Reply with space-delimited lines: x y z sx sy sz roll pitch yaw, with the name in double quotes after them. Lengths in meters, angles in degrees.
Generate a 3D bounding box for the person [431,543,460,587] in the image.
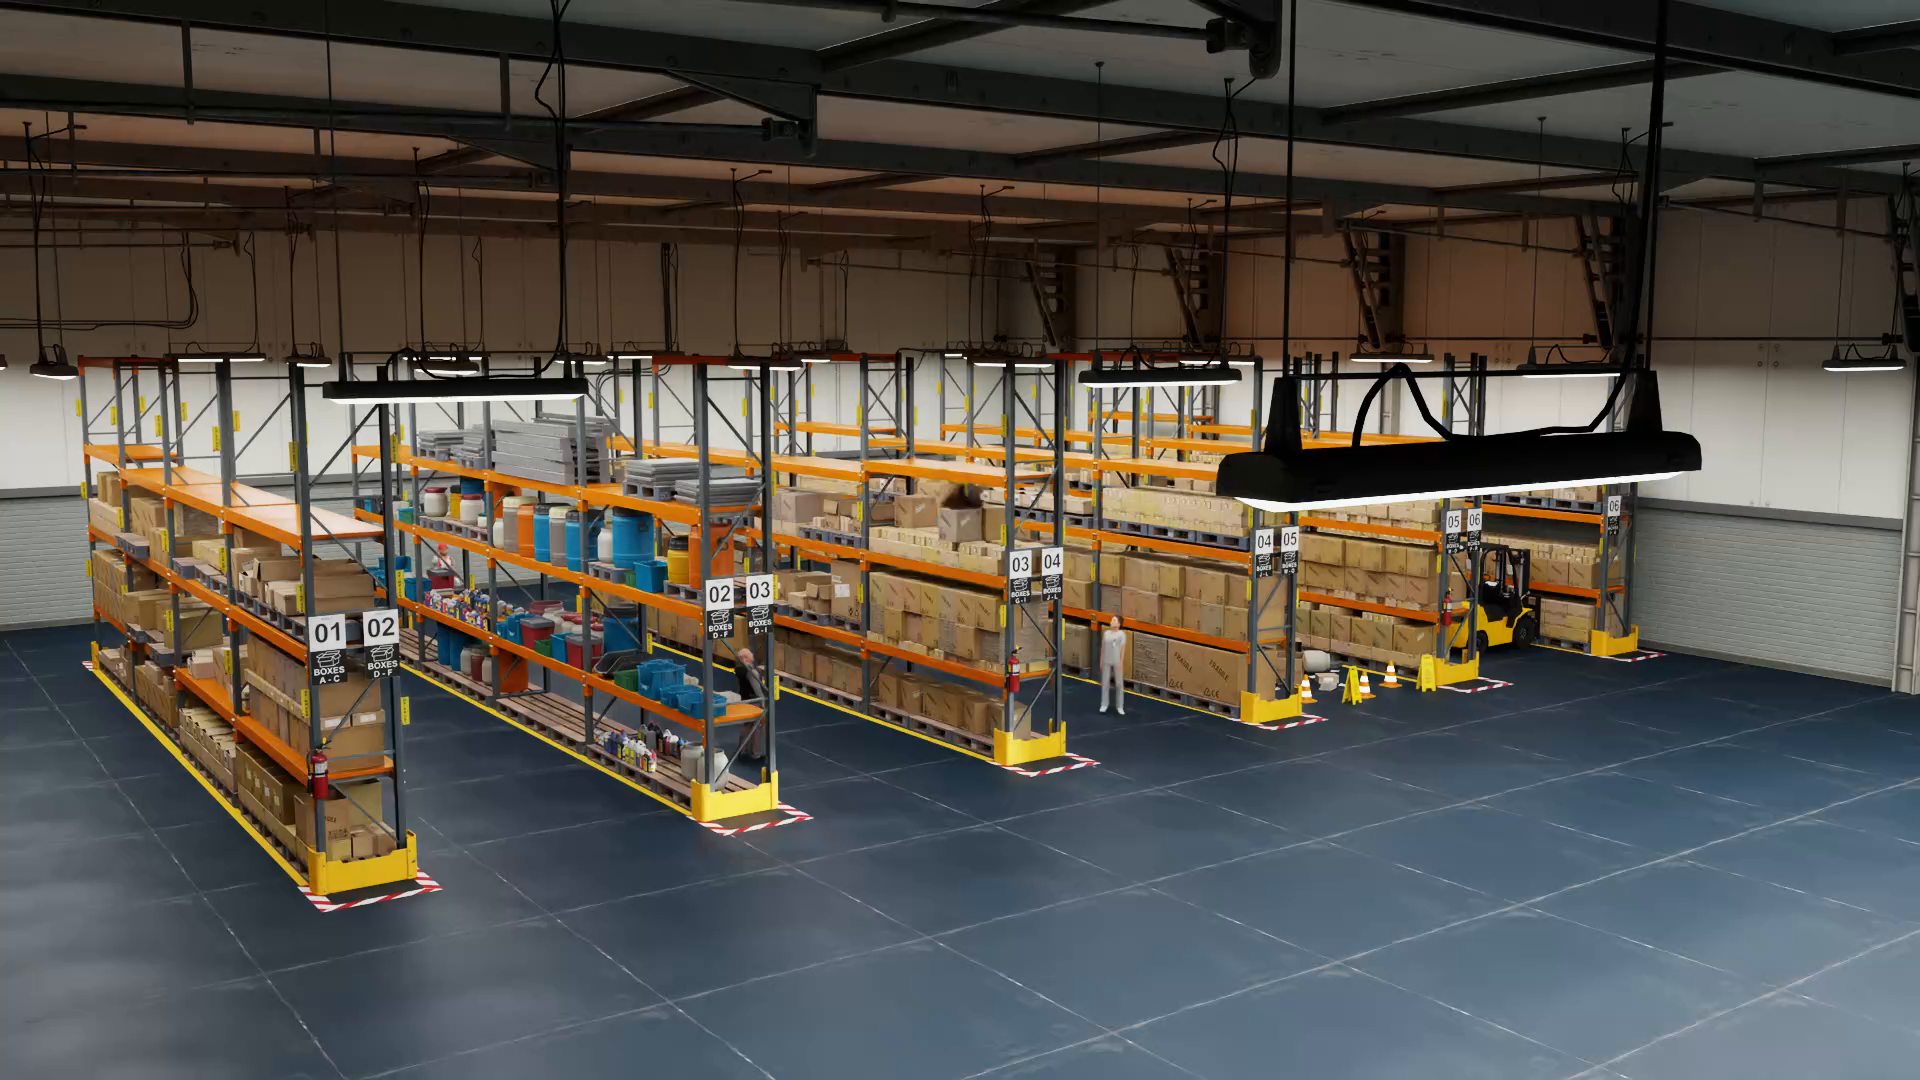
-11.458 0.936 37.126 0.570 1.731 1.020 -7 10 -44 "person"

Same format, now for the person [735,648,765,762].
-3.114 2.475 24.928 0.576 1.740 0.443 6 9 38 "person"

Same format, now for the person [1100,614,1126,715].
2.592 2.106 28.192 0.451 1.690 0.414 2 7 13 "person"
